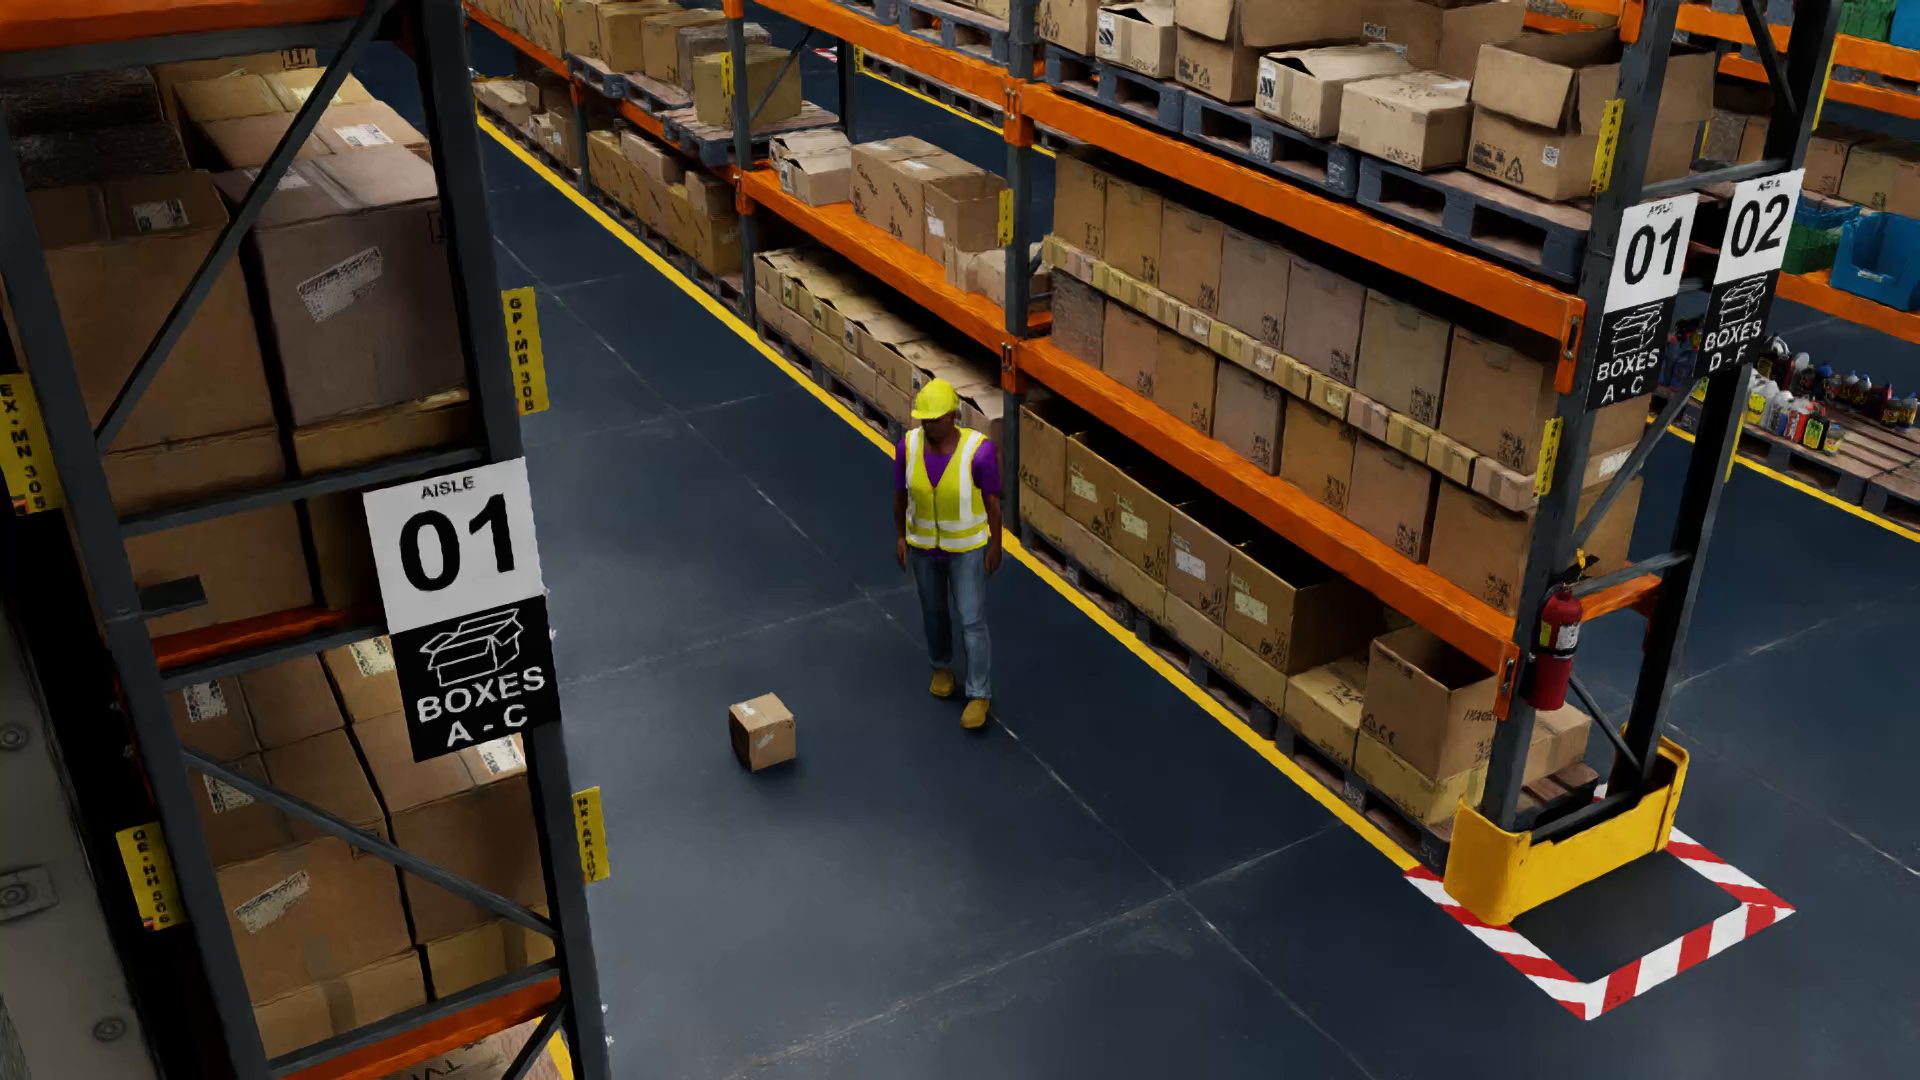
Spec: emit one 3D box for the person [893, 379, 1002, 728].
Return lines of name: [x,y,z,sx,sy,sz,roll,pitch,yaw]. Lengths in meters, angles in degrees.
person: [-0.099,0.072,8.392,0.600,1.765,0.632,8,30,15]
